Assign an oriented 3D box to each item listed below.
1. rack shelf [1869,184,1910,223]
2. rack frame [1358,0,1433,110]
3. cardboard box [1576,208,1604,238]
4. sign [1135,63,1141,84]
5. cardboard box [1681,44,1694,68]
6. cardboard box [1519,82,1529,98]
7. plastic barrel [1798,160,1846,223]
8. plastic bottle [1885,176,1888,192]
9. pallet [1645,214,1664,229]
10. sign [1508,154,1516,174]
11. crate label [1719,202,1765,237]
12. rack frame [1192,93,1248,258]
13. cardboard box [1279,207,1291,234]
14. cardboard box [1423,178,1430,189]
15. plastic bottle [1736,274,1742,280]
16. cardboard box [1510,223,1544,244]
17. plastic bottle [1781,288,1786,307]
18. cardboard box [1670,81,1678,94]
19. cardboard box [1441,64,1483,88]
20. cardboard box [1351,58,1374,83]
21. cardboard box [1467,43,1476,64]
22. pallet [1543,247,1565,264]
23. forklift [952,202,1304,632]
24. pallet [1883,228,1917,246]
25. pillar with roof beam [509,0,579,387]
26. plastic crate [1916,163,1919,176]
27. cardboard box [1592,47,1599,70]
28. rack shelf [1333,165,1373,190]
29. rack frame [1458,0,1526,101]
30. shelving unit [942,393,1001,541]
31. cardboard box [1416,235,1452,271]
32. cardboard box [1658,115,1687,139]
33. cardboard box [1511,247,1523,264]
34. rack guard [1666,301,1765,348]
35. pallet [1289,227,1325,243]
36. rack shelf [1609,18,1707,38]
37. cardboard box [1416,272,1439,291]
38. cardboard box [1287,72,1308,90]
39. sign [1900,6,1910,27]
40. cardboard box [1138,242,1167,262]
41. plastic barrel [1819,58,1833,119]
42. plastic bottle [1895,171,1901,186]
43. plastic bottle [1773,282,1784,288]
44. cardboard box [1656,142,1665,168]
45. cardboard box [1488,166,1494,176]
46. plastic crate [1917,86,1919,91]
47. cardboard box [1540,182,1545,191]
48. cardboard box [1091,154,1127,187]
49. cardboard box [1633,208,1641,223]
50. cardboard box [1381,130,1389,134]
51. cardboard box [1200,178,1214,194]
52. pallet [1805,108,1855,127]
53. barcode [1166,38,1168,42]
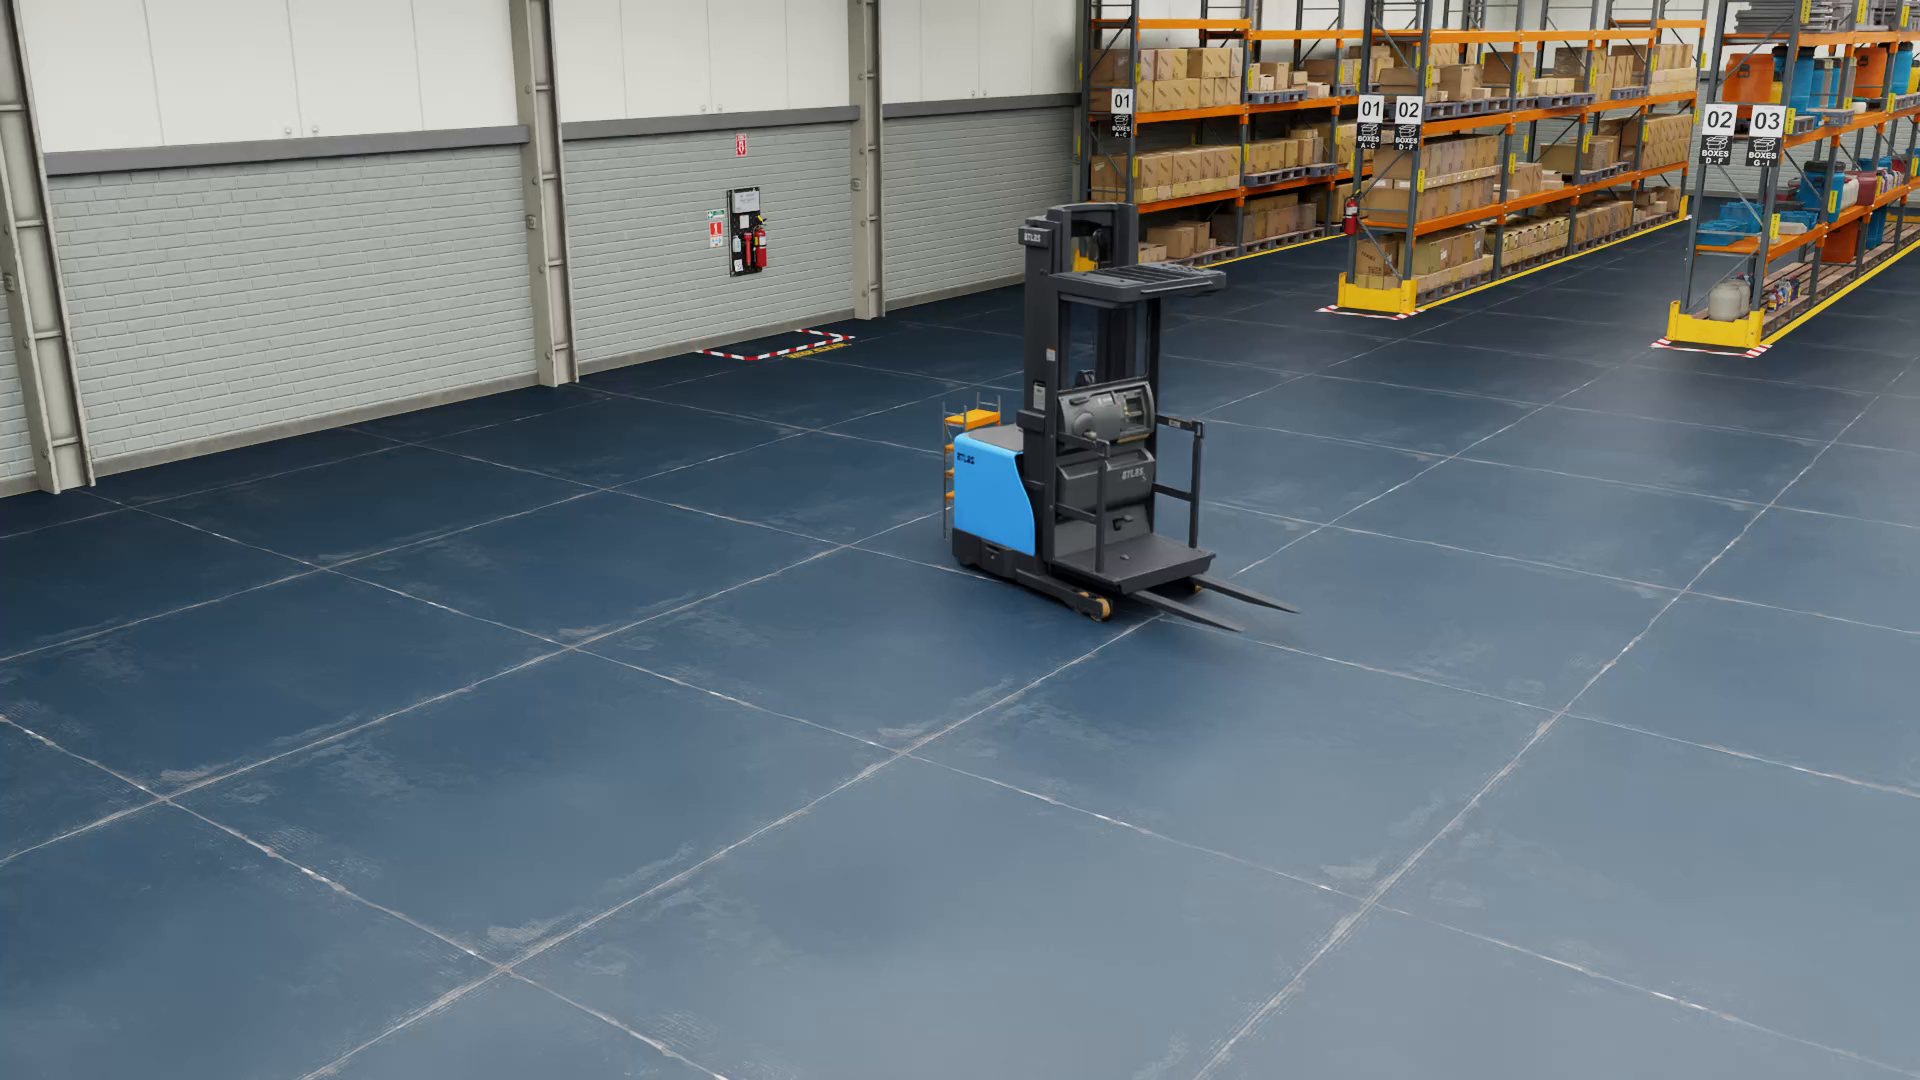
[{"bbox_3d":[16.400,-6.193,30.342,1.077,0.370,4.000,12,21,35],"label":"rack shelf"},{"bbox_3d":[6.466,-7.896,24.498,1.000,3.000,0.127,12,21,35],"label":"rack frame"},{"bbox_3d":[12.343,-6.255,32.802,0.500,0.500,0.500,12,21,34],"label":"cardboard box"},{"bbox_3d":[2.921,-7.660,27.320,0.100,0.325,0.005,12,21,35],"label":"sign"},{"bbox_3d":[15.706,-10.675,36.648,0.700,0.500,0.500,12,21,35],"label":"cardboard box"},{"bbox_3d":[9.549,-7.822,28.860,0.500,0.250,0.500,10,20,29],"label":"cardboard box"},{"bbox_3d":[13.298,-5.386,25.683,0.600,0.901,0.708,12,21,35],"label":"plastic barrel"},{"bbox_3d":[16.779,-6.449,30.149,0.061,0.283,0.133,12,21,35],"label":"plastic bottle"},{"bbox_3d":[14.752,-7.013,36.470,1.003,0.211,1.213,12,21,35],"label":"pallet"},{"bbox_3d":[9.296,-6.337,28.000,0.100,0.325,0.005,12,21,35],"label":"sign"},{"bbox_3d":[11.321,-4.658,24.126,0.502,0.435,0.616,12,21,35],"label":"crate label"},{"bbox_3d":[4.868,-6.858,31.271,1.000,3.000,0.127,12,21,35],"label":"rack frame"},{"bbox_3d":[6.191,-6.421,33.336,0.700,0.500,0.500,12,21,34],"label":"cardboard box"},{"bbox_3d":[7.027,-5.507,25.659,0.380,0.149,0.250,12,21,33],"label":"cardboard box"},{"bbox_3d":[11.898,-3.889,25.434,0.144,0.351,0.185,11,21,32],"label":"plastic bottle"},{"bbox_3d":[10.210,-5.560,30.073,0.500,0.311,0.500,13,22,36],"label":"cardboard box"},{"bbox_3d":[12.157,-3.593,24.613,0.097,0.271,0.097,0,17,0],"label":"plastic bottle"},{"bbox_3d":[15.000,-9.679,35.550,0.500,0.250,0.500,12,21,35],"label":"cardboard box"},{"bbox_3d":[8.337,-7.658,27.676,0.500,0.500,0.500,15,22,39],"label":"cardboard box"},{"bbox_3d":[8.393,-10.012,35.458,0.700,0.500,0.500,12,21,35],"label":"cardboard box"},{"bbox_3d":[11.801,-11.461,39.147,0.500,0.500,0.500,12,21,35],"label":"cardboard box"},{"bbox_3d":[10.710,-5.416,31.327,1.003,0.211,1.213,12,21,35],"label":"pallet"},{"bbox_3d":[1.248,-0.969,12.423,1.130,2.935,3.031,-13,22,-37],"label":"forklift"},{"bbox_3d":[18.725,-6.155,33.709,1.003,0.211,1.213,12,21,35],"label":"pallet"},{"bbox_3d":[-1.485,-5.471,16.689,9.100,9.000,0.400,12,21,35],"label":"pillar with roof beam"},{"bbox_3d":[18.957,-7.380,33.132,0.416,0.233,0.300,12,21,35],"label":"plastic crate"},{"bbox_3d":[11.801,-9.119,31.637,0.500,0.500,0.500,12,21,35],"label":"cardboard box"},{"bbox_3d":[8.443,-7.944,35.980,1.077,0.370,4.000,12,21,35],"label":"rack shelf"},{"bbox_3d":[8.849,-8.849,27.565,1.000,3.000,0.127,12,21,35],"label":"rack frame"},{"bbox_3d":[0.099,-0.612,14.193,0.258,1.200,0.503,12,21,35],"label":"shelving unit"},{"bbox_3d":[7.548,-4.606,26.682,0.500,0.500,0.500,12,21,35],"label":"cardboard box"},{"bbox_3d":[15.654,-9.092,36.610,0.500,0.500,0.500,13,22,36],"label":"cardboard box"},{"bbox_3d":[9.594,-5.045,29.360,0.500,0.250,0.500,13,22,36],"label":"cardboard box"},{"bbox_3d":[10.449,-2.988,23.022,1.175,0.500,0.348,12,21,35],"label":"rack guard"},{"bbox_3d":[6.785,-6.293,34.154,1.003,0.211,1.213,12,21,35],"label":"pallet"},{"bbox_3d":[14.807,-10.886,35.342,1.077,0.370,4.000,12,21,35],"label":"rack shelf"},{"bbox_3d":[7.259,-4.127,26.403,0.500,0.250,0.500,12,21,35],"label":"cardboard box"},{"bbox_3d":[6.405,-9.010,32.934,0.797,0.503,0.637,16,24,42],"label":"cardboard box"},{"bbox_3d":[15.654,-8.676,27.552,0.100,0.325,0.005,12,21,35],"label":"sign"},{"bbox_3d":[3.309,-5.116,29.453,0.500,0.311,0.500,15,22,39],"label":"cardboard box"},{"bbox_3d":[13.343,-7.095,26.130,0.600,0.901,0.600,0,17,0],"label":"plastic barrel"},{"bbox_3d":[17.616,-6.803,31.302,0.152,0.276,0.135,12,21,35],"label":"plastic bottle"},{"bbox_3d":[12.424,-3.787,25.232,0.152,0.276,0.135,12,21,35],"label":"plastic bottle"},{"bbox_3d":[14.741,-8.252,35.589,0.500,0.500,0.500,12,21,34],"label":"cardboard box"},{"bbox_3d":[8.710,-6.180,27.825,0.380,0.149,0.250,12,21,34],"label":"cardboard box"},{"bbox_3d":[18.552,-8.631,32.141,0.497,0.269,0.590,12,21,35],"label":"plastic crate"},{"bbox_3d":[10.518,-6.503,30.550,0.380,0.149,0.250,14,22,39],"label":"cardboard box"},{"bbox_3d":[2.595,-6.352,28.594,0.500,0.500,0.500,12,21,34],"label":"cardboard box"},{"bbox_3d":[14.039,-6.877,35.123,0.500,0.311,0.500,12,21,35],"label":"cardboard box"},{"bbox_3d":[8.946,-8.923,35.952,0.500,0.250,0.500,13,21,36],"label":"cardboard box"},{"bbox_3d":[4.239,-6.390,29.983,0.500,0.250,0.500,12,21,34],"label":"cardboard box"},{"bbox_3d":[12.473,-6.261,24.608,1.213,0.211,1.003,12,21,35],"label":"pallet"},{"bbox_3d":[3.695,-8.943,29.723,0.001,0.075,0.075,12,21,35],"label":"barcode"}]
